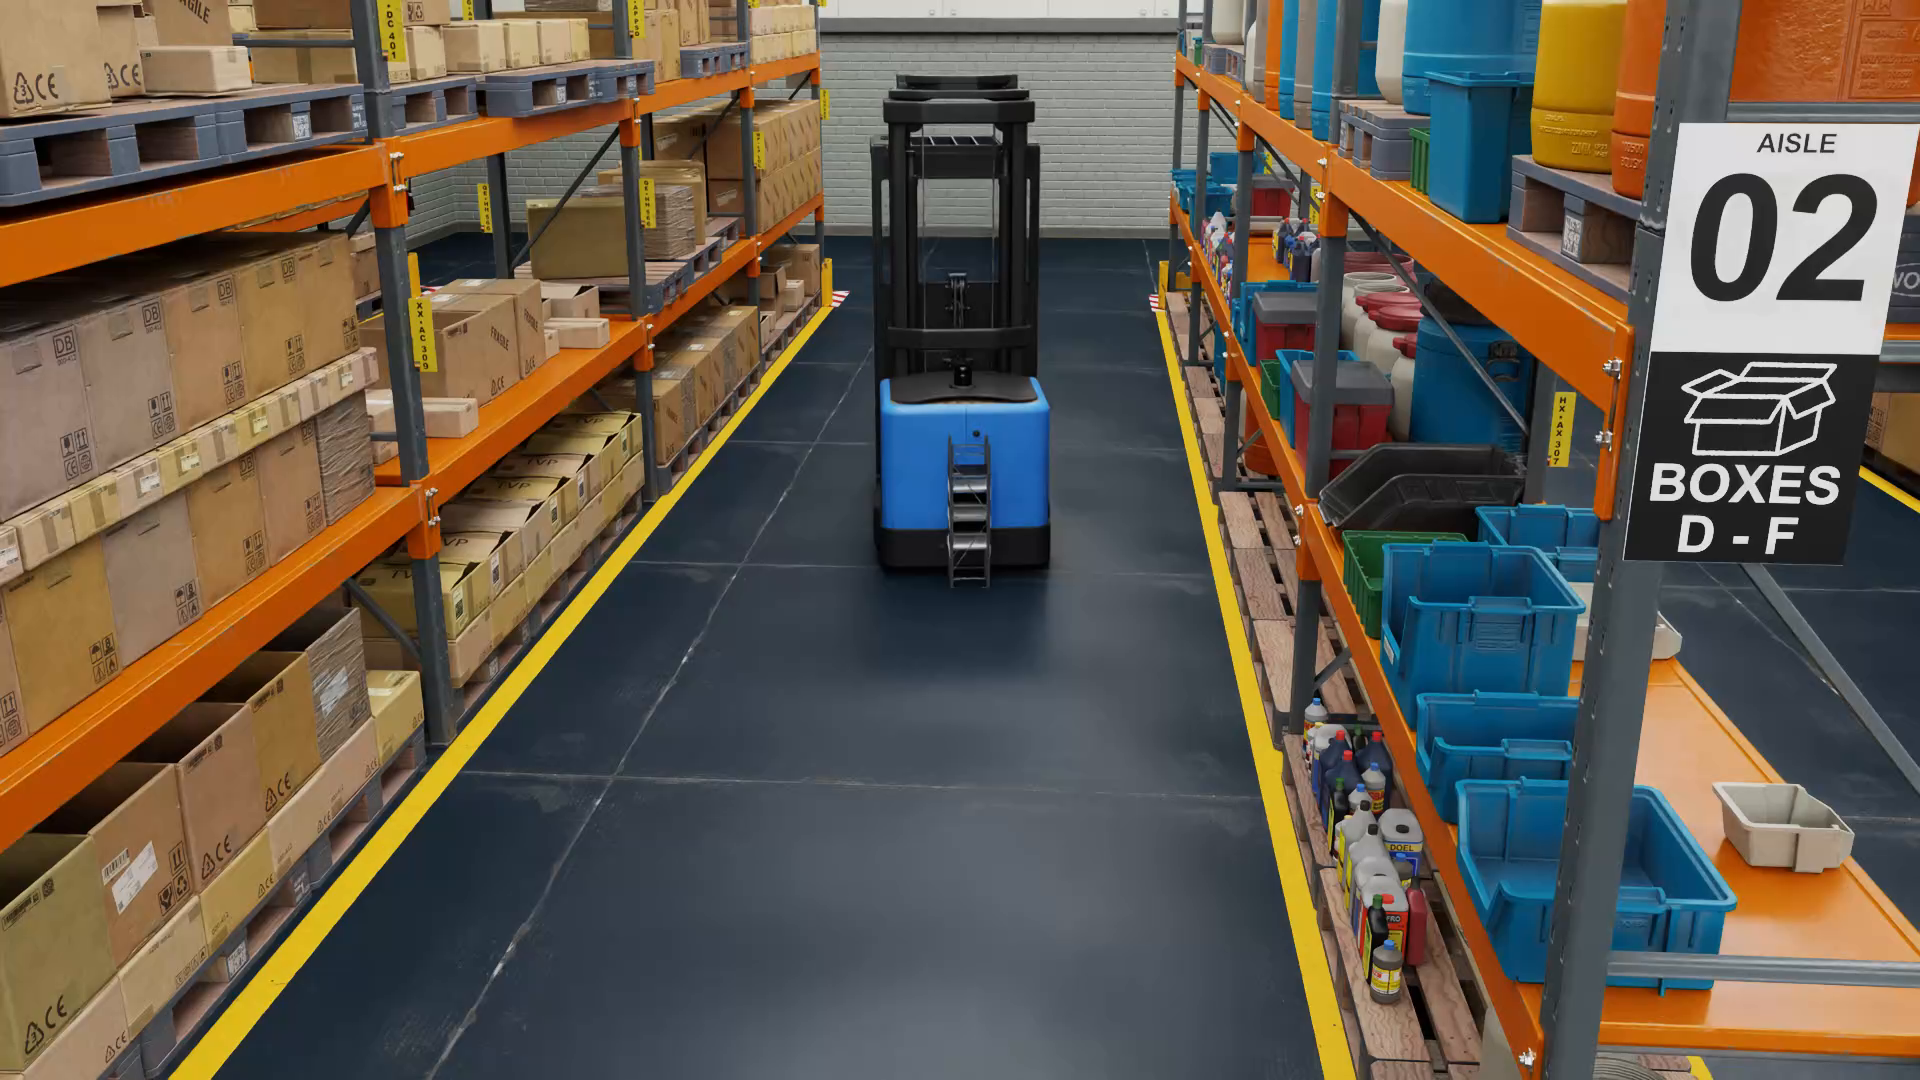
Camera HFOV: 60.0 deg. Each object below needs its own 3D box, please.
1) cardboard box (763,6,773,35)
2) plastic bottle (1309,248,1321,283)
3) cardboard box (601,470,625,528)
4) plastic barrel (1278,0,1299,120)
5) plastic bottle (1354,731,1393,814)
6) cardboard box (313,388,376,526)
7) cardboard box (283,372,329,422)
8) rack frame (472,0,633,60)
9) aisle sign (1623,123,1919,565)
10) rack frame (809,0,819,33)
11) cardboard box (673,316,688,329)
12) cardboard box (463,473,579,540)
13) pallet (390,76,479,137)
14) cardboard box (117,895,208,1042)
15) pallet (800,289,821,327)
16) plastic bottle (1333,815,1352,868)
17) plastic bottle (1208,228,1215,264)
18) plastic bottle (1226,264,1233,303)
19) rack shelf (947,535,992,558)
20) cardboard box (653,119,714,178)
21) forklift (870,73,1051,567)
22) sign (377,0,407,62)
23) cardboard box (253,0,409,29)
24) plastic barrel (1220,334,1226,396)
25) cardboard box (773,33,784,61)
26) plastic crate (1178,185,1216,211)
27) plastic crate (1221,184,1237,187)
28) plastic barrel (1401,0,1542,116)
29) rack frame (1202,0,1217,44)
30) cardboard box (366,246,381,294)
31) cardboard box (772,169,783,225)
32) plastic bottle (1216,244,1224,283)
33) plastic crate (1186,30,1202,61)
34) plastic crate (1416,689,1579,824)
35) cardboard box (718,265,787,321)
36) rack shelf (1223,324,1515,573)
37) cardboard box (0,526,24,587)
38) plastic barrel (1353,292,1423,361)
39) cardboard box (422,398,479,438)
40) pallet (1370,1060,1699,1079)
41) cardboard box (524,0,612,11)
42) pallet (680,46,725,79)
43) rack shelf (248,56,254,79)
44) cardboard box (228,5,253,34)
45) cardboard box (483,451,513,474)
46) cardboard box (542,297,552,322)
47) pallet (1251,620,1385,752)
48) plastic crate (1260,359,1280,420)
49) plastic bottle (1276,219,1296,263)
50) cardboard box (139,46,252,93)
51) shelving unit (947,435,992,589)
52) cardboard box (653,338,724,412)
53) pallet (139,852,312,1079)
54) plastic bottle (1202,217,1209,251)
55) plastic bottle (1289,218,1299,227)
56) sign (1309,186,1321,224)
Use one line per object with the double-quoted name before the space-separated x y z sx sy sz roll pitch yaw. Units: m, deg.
"cardboard box" -2.037 -4.844 15.509 0.500 0.250 0.500 1 18 4
"plastic bottle" 2.753 -2.096 12.703 0.152 0.276 0.135 1 18 4
"cardboard box" -2.468 -0.273 10.680 0.500 0.250 0.500 1 18 3
"plastic barrel" 1.927 -2.588 8.381 0.600 0.901 0.708 1 18 4
"plastic bottle" 1.685 0.939 6.787 0.144 0.351 0.185 1 18 4
"cardboard box" -2.953 -0.376 7.094 0.700 0.500 0.500 1 18 2
"cardboard box" -2.769 -0.575 6.659 0.380 0.149 0.250 1 18 2
"rack frame" -2.641 -4.560 10.387 1.000 3.000 0.127 1 18 4
"aisle sign" 1.425 -0.332 2.945 0.394 0.787 0.004 1 18 4
"rack frame" -2.067 -7.045 17.970 1.000 3.000 0.127 1 18 4
"cardboard box" -2.659 -1.662 14.485 0.500 0.500 0.500 2 18 5
"cardboard box" -2.540 -0.226 9.638 0.500 0.311 0.500 2 18 5
"pallet" -2.877 -2.076 7.930 0.805 0.209 1.217 1 18 2
"cardboard box" -2.885 1.410 5.543 0.500 0.250 0.500 1 18 4
"pallet" -2.129 -2.597 18.511 1.003 0.211 1.213 1 18 4
"plastic bottle" 1.484 1.153 6.374 0.097 0.201 0.097 0 18 0
"plastic bottle" 2.071 -2.404 13.630 0.061 0.283 0.133 1 18 4
"plastic bottle" 1.960 -1.839 11.924 0.097 0.271 0.097 0 18 0
"rack shelf" 0.054 0.037 10.051 0.258 0.077 0.200 -1 18 -3
"cardboard box" -2.576 -3.637 15.439 0.500 0.500 0.500 1 18 4
"forklift" -0.043 -1.636 11.210 1.130 2.935 3.031 -1 18 -3
"sign" -2.374 -2.164 6.934 0.100 0.325 0.005 1 18 4
"cardboard box" -2.844 -2.568 7.486 0.500 0.500 0.500 2 18 5
"plastic barrel" 2.480 -1.654 13.848 0.600 0.901 0.708 1 18 4
"cardboard box" -1.995 -4.761 16.061 0.500 0.250 0.500 1 18 4
"plastic crate" 2.411 -3.459 16.836 0.416 0.233 0.300 1 18 4
"plastic crate" 2.995 -3.728 17.810 0.396 0.136 0.243 1 18 4
"plastic barrel" 1.835 -1.911 5.643 0.600 0.901 0.708 1 18 4
"rack frame" 2.587 -5.691 13.838 1.000 3.000 0.127 1 18 4
"cardboard box" -6.959 -3.095 18.892 0.700 0.500 0.500 1 18 4
"cardboard box" -2.012 -3.310 16.047 0.500 0.500 0.500 2 18 5
"plastic bottle" 2.008 -2.131 12.796 0.061 0.283 0.133 1 18 4
"plastic crate" 2.407 -4.770 16.035 0.437 0.282 0.530 1 18 4
"plastic crate" 1.516 0.594 4.531 0.499 0.251 0.408 1 18 4
"cardboard box" -2.224 -2.558 17.214 0.797 0.503 0.637 1 18 4
"rack shelf" 2.156 -0.634 9.197 1.077 0.370 4.000 1 18 4
"cardboard box" -2.915 0.065 4.705 0.380 0.149 0.250 1 18 3
"plastic barrel" 2.384 -1.074 9.165 0.433 0.535 0.433 0 18 0
"cardboard box" -2.660 -0.618 8.395 0.380 0.149 0.250 1 18 4
"pallet" 1.748 1.936 4.677 1.003 0.211 1.213 1 18 4
"cardboard box" -2.603 -3.793 11.096 0.500 0.500 0.500 1 18 4
"pallet" -2.542 -3.764 13.079 1.213 0.211 1.003 1 18 4
"rack shelf" -7.152 -4.766 16.987 1.077 0.370 4.000 1 18 4
"cardboard box" -6.983 -4.871 15.559 0.500 0.250 0.500 1 18 4
"cardboard box" -3.039 -0.391 10.139 0.500 0.311 0.500 1 18 2
"cardboard box" -2.898 -1.393 10.501 0.500 0.311 0.500 1 18 3
"pallet" 2.031 0.725 8.370 1.003 0.211 1.213 1 18 4
"plastic crate" 1.856 -0.802 8.892 0.450 0.188 0.662 1 18 4
"plastic bottle" 2.690 -2.469 13.721 0.144 0.351 0.185 1 18 4
"cardboard box" -2.741 -1.658 5.853 0.380 0.149 0.250 1 18 4
"shelving unit" 0.054 -0.166 9.984 0.258 0.900 0.210 -1 18 -3
"cardboard box" -2.218 -1.346 13.521 0.500 0.500 0.500 1 18 2
"pallet" -3.111 1.484 6.054 1.003 0.211 1.213 1 18 4
"plastic bottle" 2.125 -2.638 14.345 0.061 0.283 0.133 1 18 4
"plastic bottle" 2.881 -2.651 14.396 0.152 0.276 0.135 1 18 4
"sign" 3.135 -2.958 14.690 0.100 0.325 0.005 1 18 4
